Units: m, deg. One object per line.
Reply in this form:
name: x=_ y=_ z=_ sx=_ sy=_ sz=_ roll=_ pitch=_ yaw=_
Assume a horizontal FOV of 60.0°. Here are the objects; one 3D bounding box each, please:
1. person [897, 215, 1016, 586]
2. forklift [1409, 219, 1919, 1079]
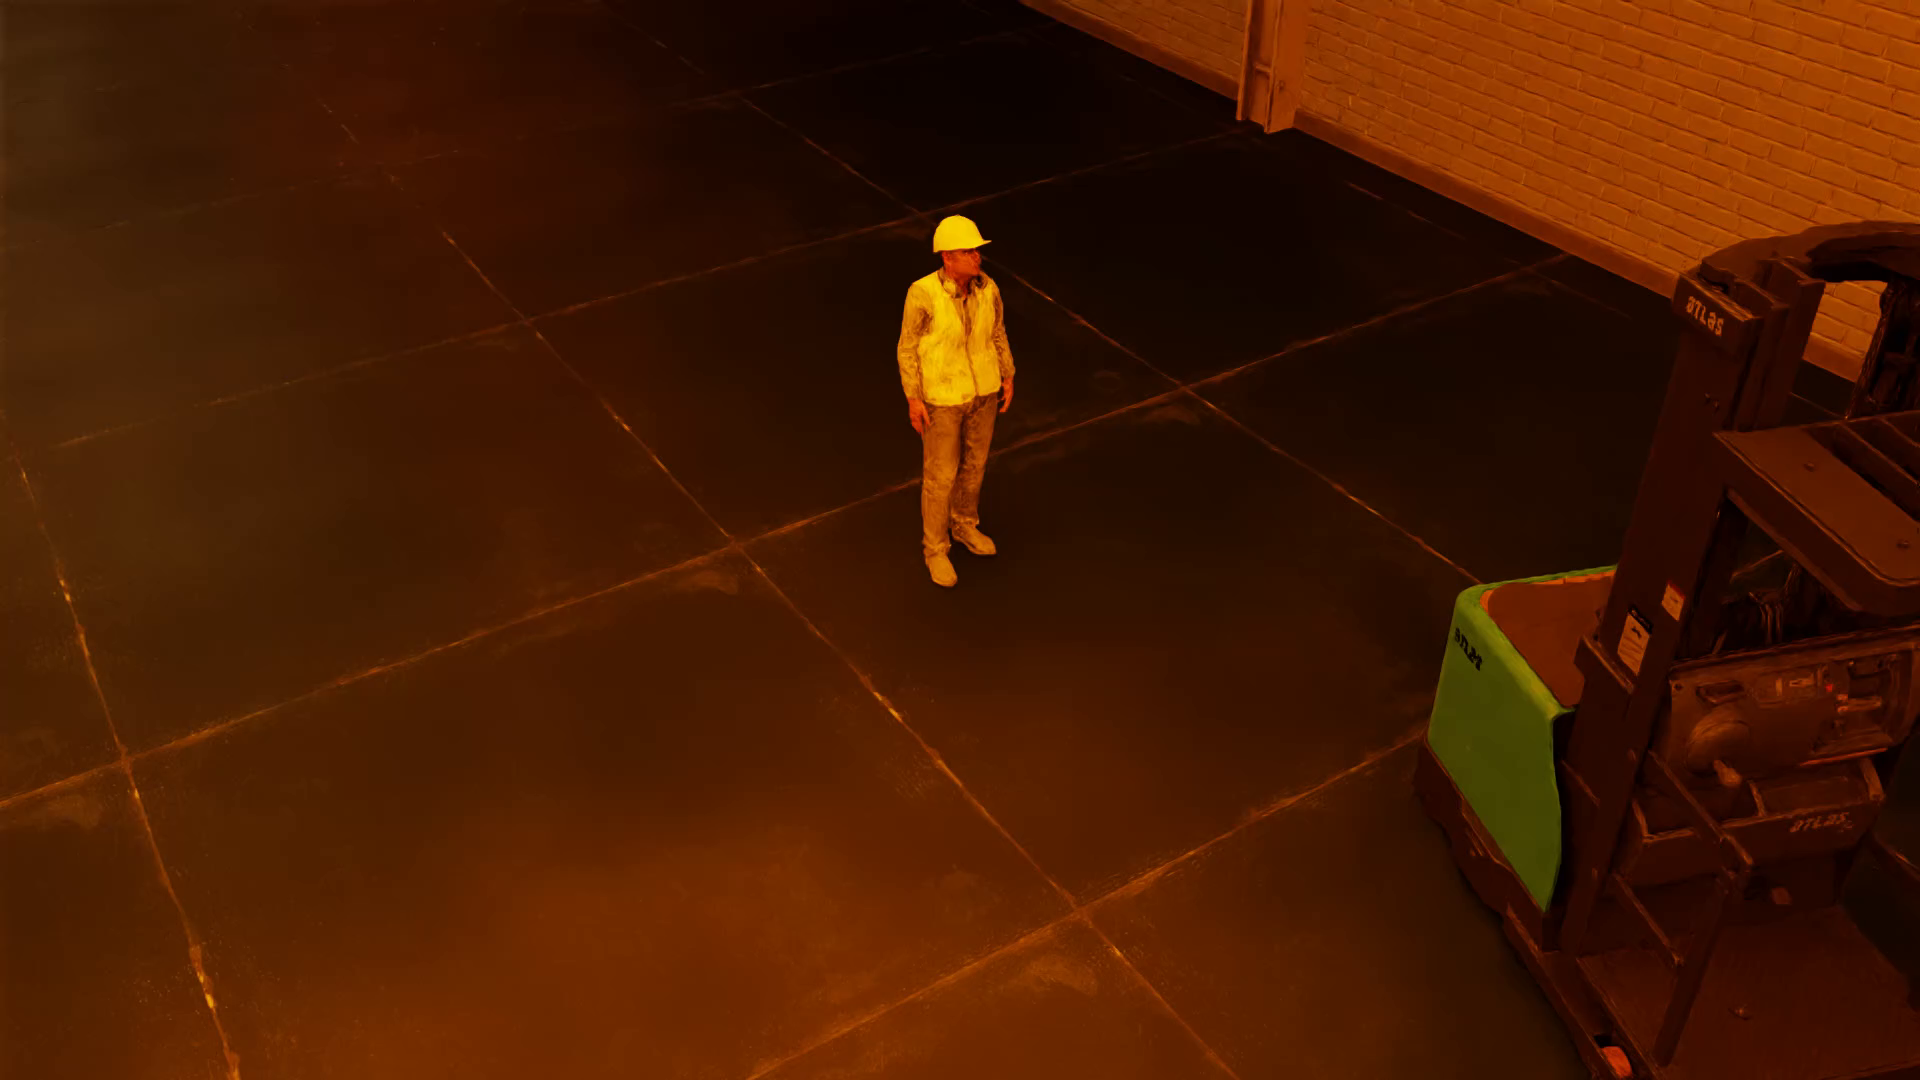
person: x=0.027 y=-0.699 z=8.137 sx=0.632 sy=1.773 sz=0.567 roll=-21 pitch=40 yaw=-27
forklift: x=2.799 y=0.624 z=5.259 sx=1.130 sy=2.935 sz=3.031 roll=-9 pitch=36 yaw=-13
